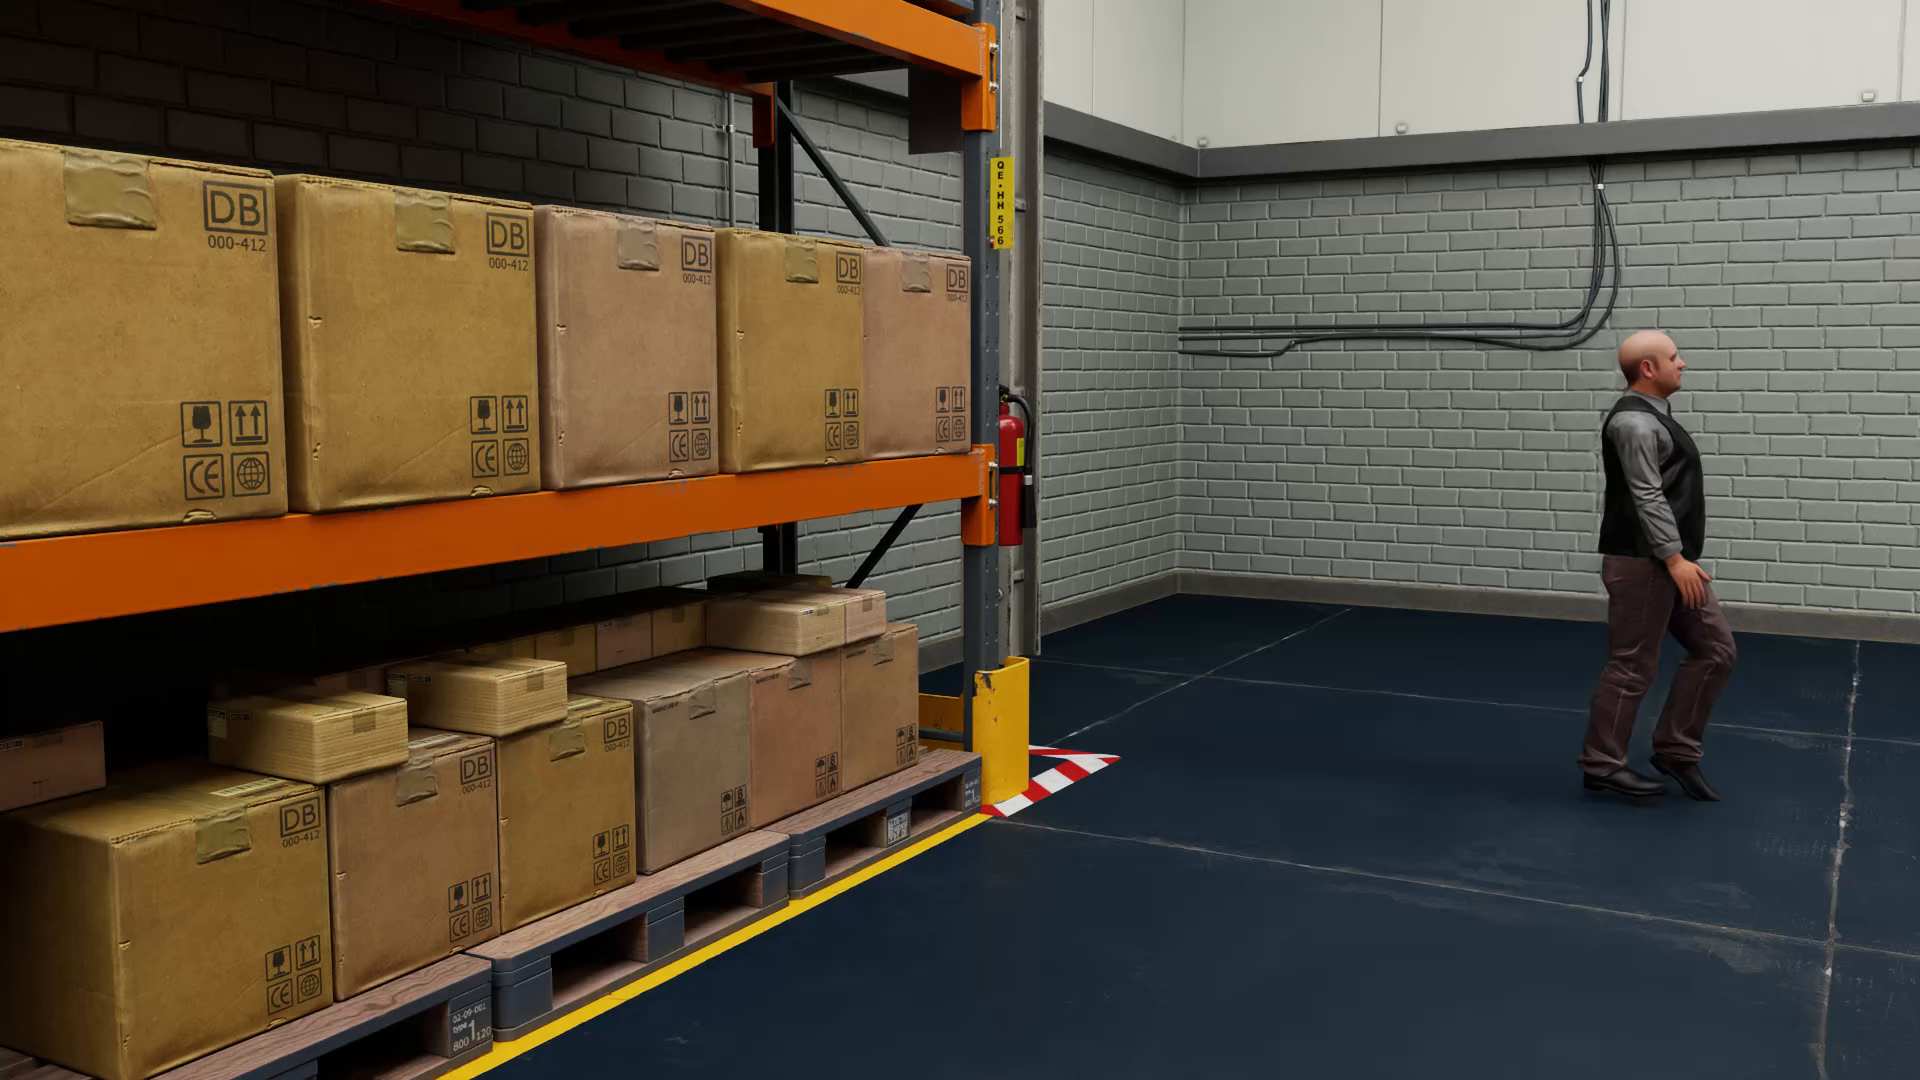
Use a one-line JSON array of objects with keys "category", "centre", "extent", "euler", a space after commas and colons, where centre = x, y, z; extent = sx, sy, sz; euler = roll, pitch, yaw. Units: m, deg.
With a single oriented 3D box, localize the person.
[{"category": "person", "centre": [2.570, 0.127, 6.113], "extent": [0.522, 1.777, 0.541], "euler": [3, 7, 30]}]
